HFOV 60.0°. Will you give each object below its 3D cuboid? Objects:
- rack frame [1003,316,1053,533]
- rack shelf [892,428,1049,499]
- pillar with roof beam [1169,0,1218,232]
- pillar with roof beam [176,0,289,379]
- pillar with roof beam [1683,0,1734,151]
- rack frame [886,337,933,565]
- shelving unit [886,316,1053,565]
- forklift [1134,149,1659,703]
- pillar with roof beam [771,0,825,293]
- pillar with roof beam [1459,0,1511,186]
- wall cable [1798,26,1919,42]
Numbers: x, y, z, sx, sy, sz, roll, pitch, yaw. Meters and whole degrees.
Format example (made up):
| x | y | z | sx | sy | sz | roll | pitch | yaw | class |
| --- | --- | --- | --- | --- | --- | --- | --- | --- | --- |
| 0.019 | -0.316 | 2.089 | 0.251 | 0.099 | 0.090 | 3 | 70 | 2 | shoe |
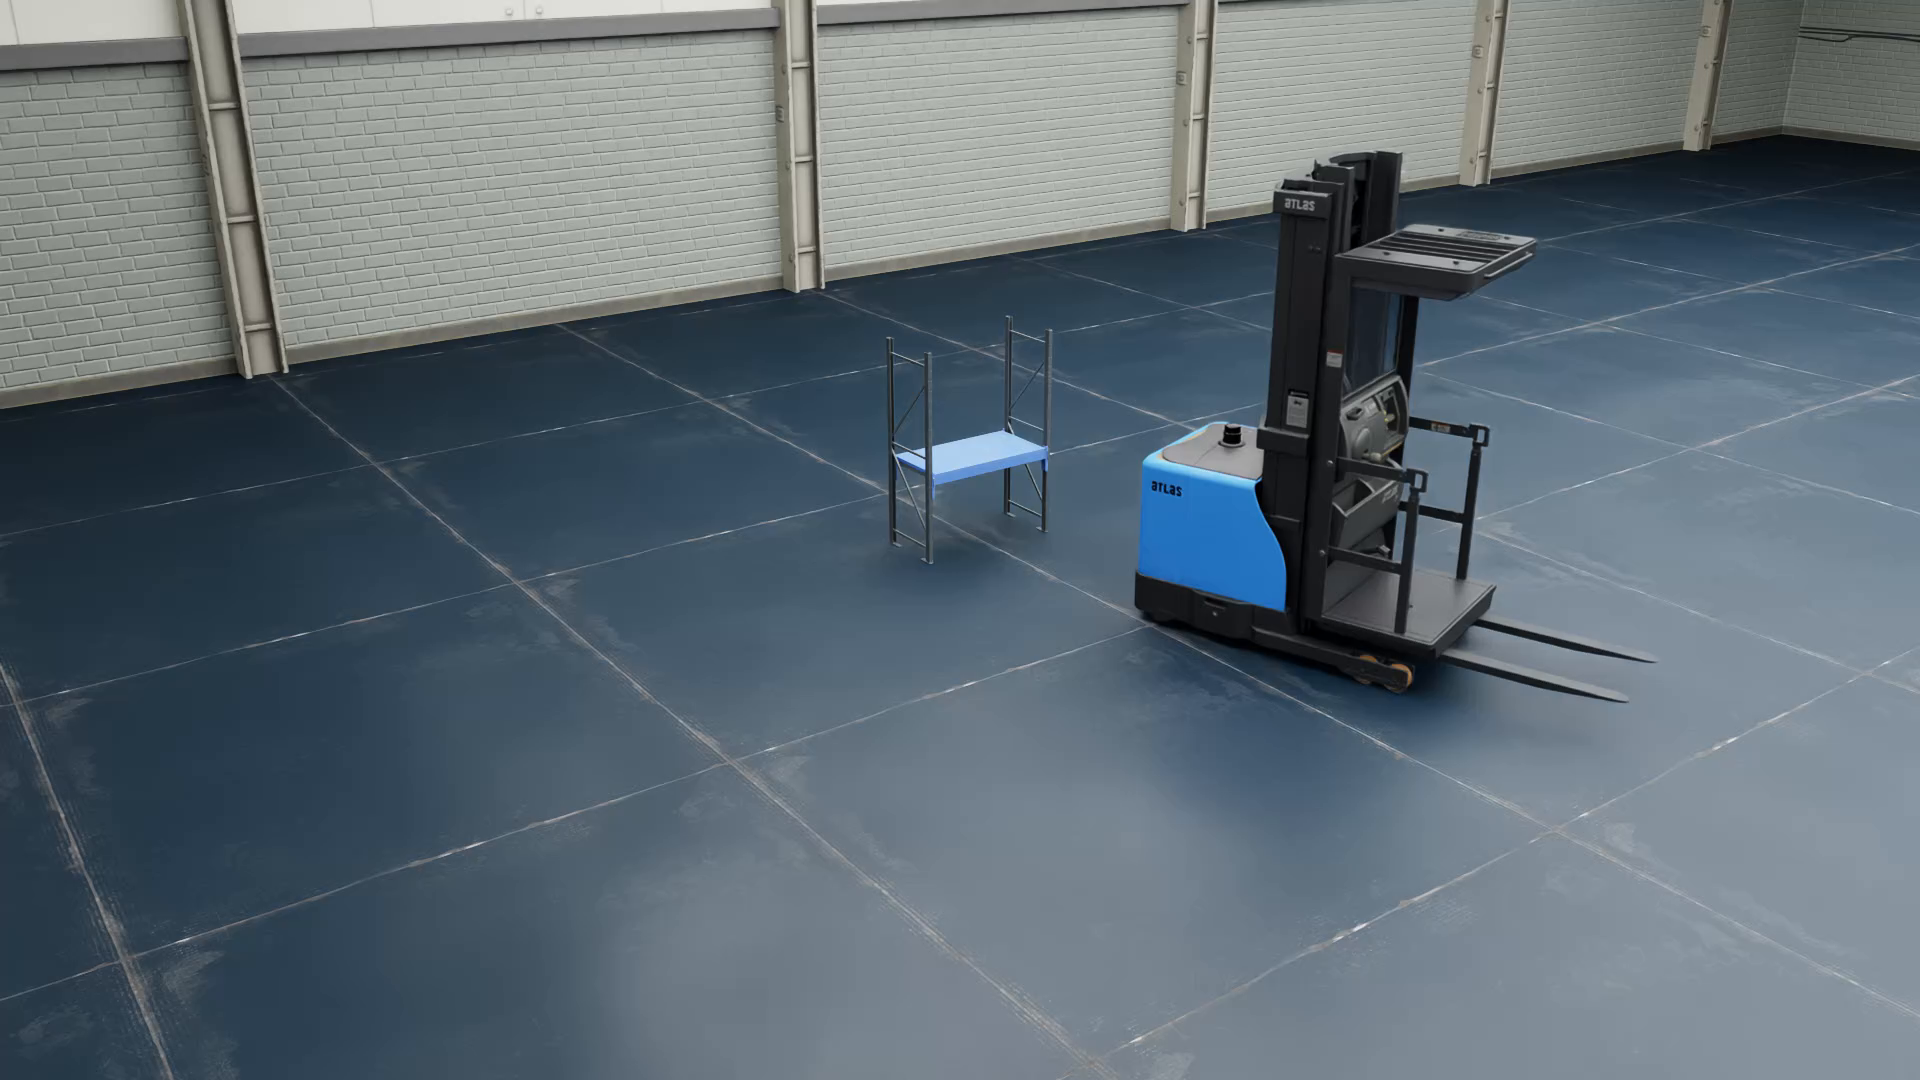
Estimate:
| x | y | z | sx | sy | sz | roll | pitch | yaw | class |
| --- | --- | --- | --- | --- | --- | --- | --- | --- | --- |
| 0.482 | -0.825 | 11.940 | 0.032 | 1.500 | 0.500 | -15 | 26 | -33 | rack frame |
| 0.069 | -0.548 | 11.731 | 1.000 | 0.185 | 0.538 | -15 | 26 | -33 | rack shelf |
| 5.581 | -7.093 | 17.529 | 0.400 | 9.000 | 9.100 | -15 | 26 | -33 | pillar with roof beam |
| -4.160 | -4.495 | 11.020 | 0.400 | 9.000 | 9.100 | -15 | 26 | -33 | pillar with roof beam |
| 15.322 | -9.690 | 24.038 | 0.400 | 9.000 | 9.100 | -15 | 26 | -33 | pillar with roof beam |
| -0.343 | -0.605 | 11.389 | 0.032 | 1.500 | 0.500 | -15 | 26 | -33 | rack frame |
| 0.069 | -0.715 | 11.665 | 1.048 | 1.500 | 0.538 | -15 | 26 | -33 | shelving unit |
| 2.609 | -0.698 | 9.691 | 3.031 | 2.935 | 1.130 | 15 | 26 | 33 | forklift |
| 0.711 | -5.794 | 14.275 | 0.400 | 9.000 | 9.100 | -15 | 26 | -33 | pillar with roof beam |
| 10.452 | -8.391 | 20.784 | 0.400 | 9.000 | 9.100 | -15 | 26 | -33 | pillar with roof beam |
| 15.972 | -9.783 | 28.461 | 0.112 | 2.526 | 3.097 | -15 | 26 | -33 | wall cable |
